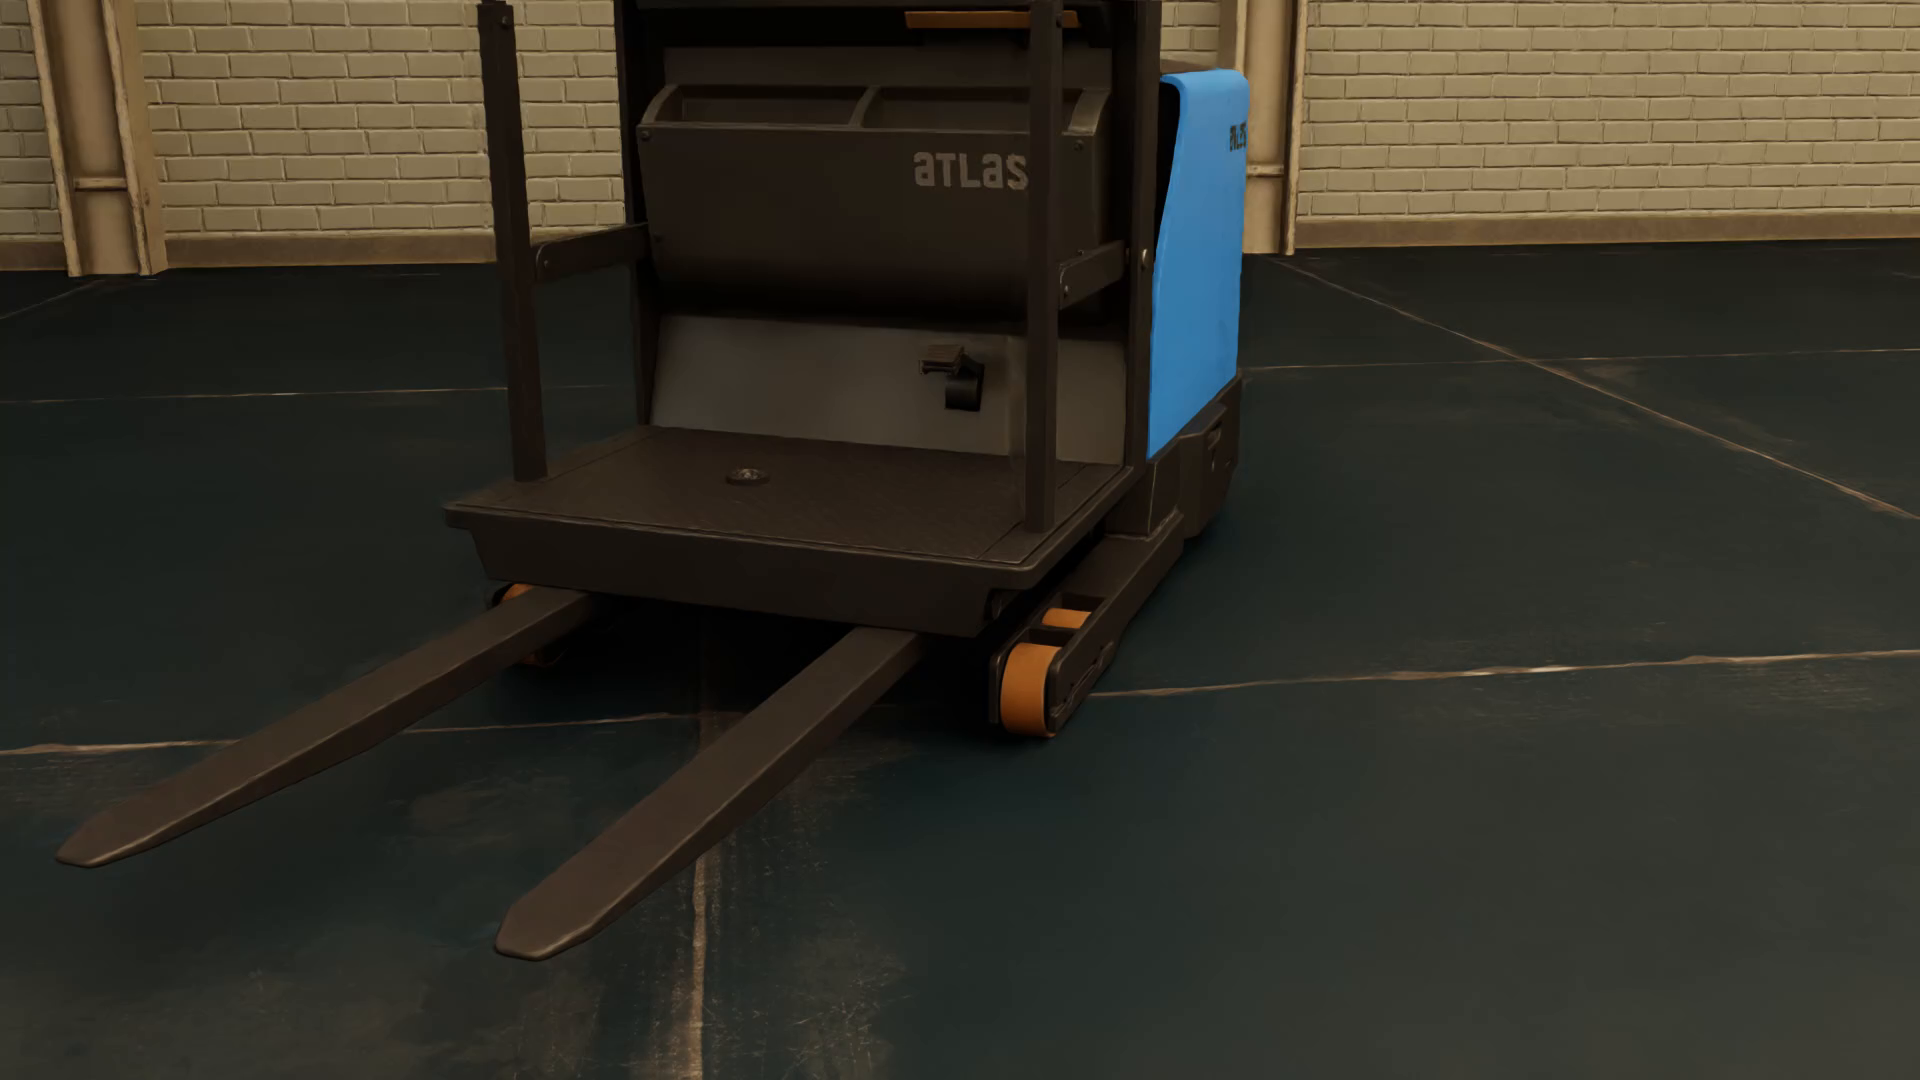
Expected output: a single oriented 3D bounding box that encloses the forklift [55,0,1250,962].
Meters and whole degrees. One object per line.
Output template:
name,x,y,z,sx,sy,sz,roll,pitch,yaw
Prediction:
forklift,-0.244,-1.196,2.854,1.130,2.935,3.031,6,18,19
